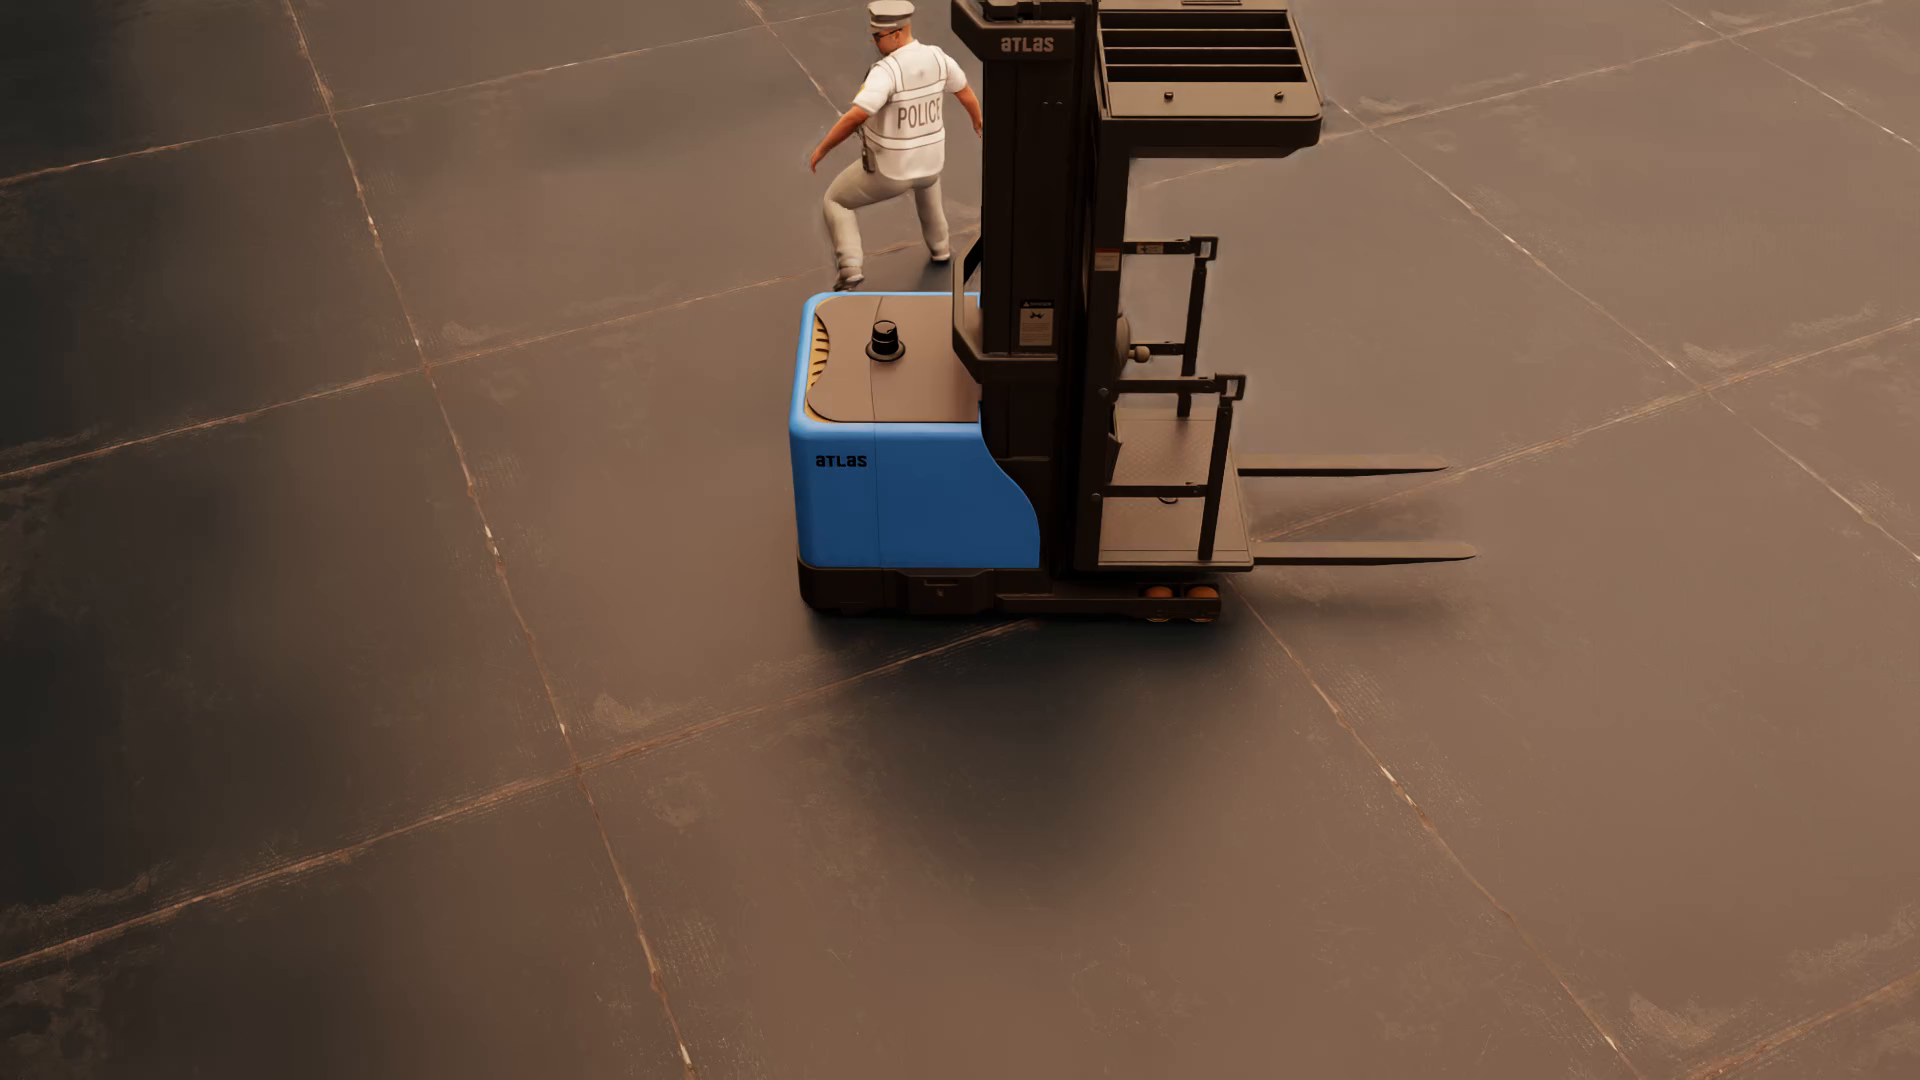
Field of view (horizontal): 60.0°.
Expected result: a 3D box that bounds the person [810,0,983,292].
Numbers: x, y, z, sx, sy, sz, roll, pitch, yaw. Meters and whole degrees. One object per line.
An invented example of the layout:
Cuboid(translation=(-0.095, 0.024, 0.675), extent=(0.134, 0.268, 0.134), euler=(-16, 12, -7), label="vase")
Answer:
Cuboid(translation=(-0.290, -2.102, 8.955), extent=(1.141, 1.643, 0.510), euler=(-25, 48, -24), label="person")

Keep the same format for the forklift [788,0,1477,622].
Cuboid(translation=(0.799, -1.070, 6.826), extent=(3.031, 2.935, 1.130), euler=(0, 43, 0), label="forklift")
